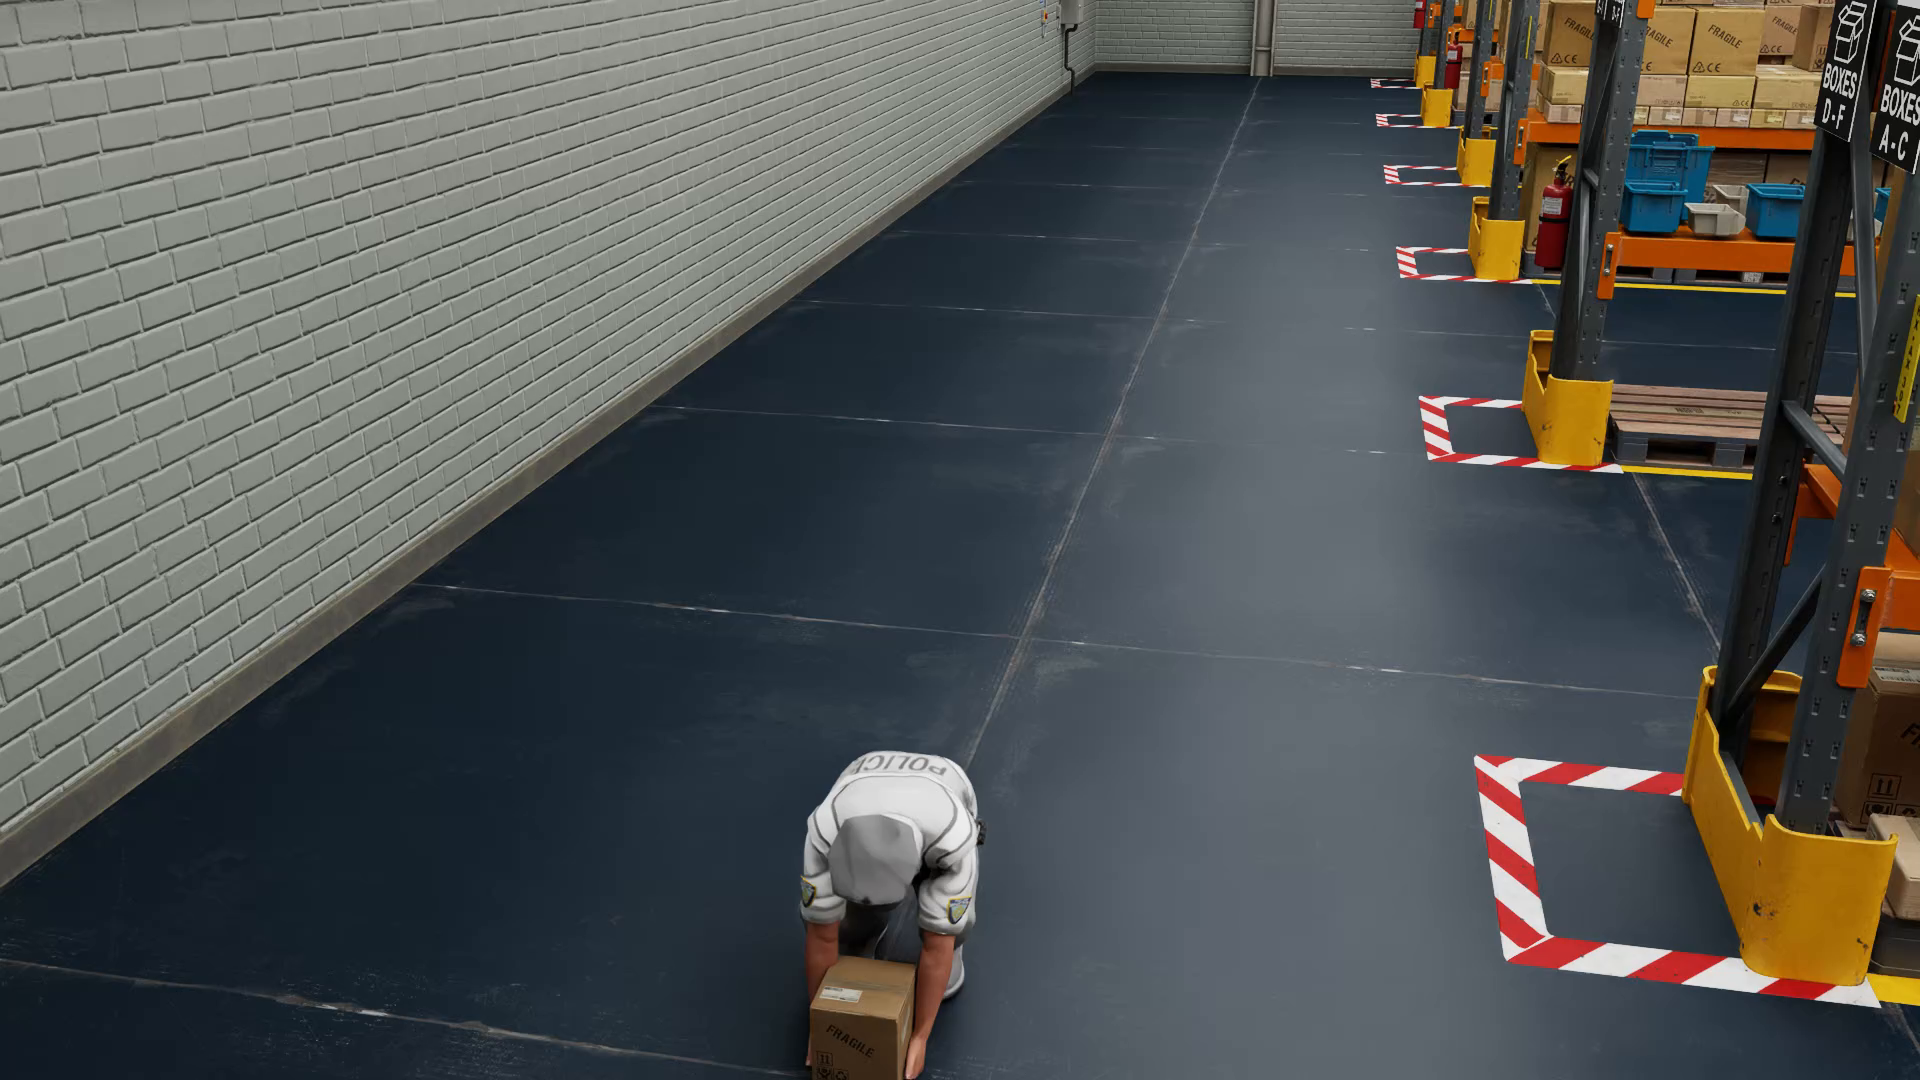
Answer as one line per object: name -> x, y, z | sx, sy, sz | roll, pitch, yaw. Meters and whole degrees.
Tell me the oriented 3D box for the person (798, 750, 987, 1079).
person -> -0.197, 1.024, 4.859 | 0.542, 0.906, 0.986 | 4, 22, 11
